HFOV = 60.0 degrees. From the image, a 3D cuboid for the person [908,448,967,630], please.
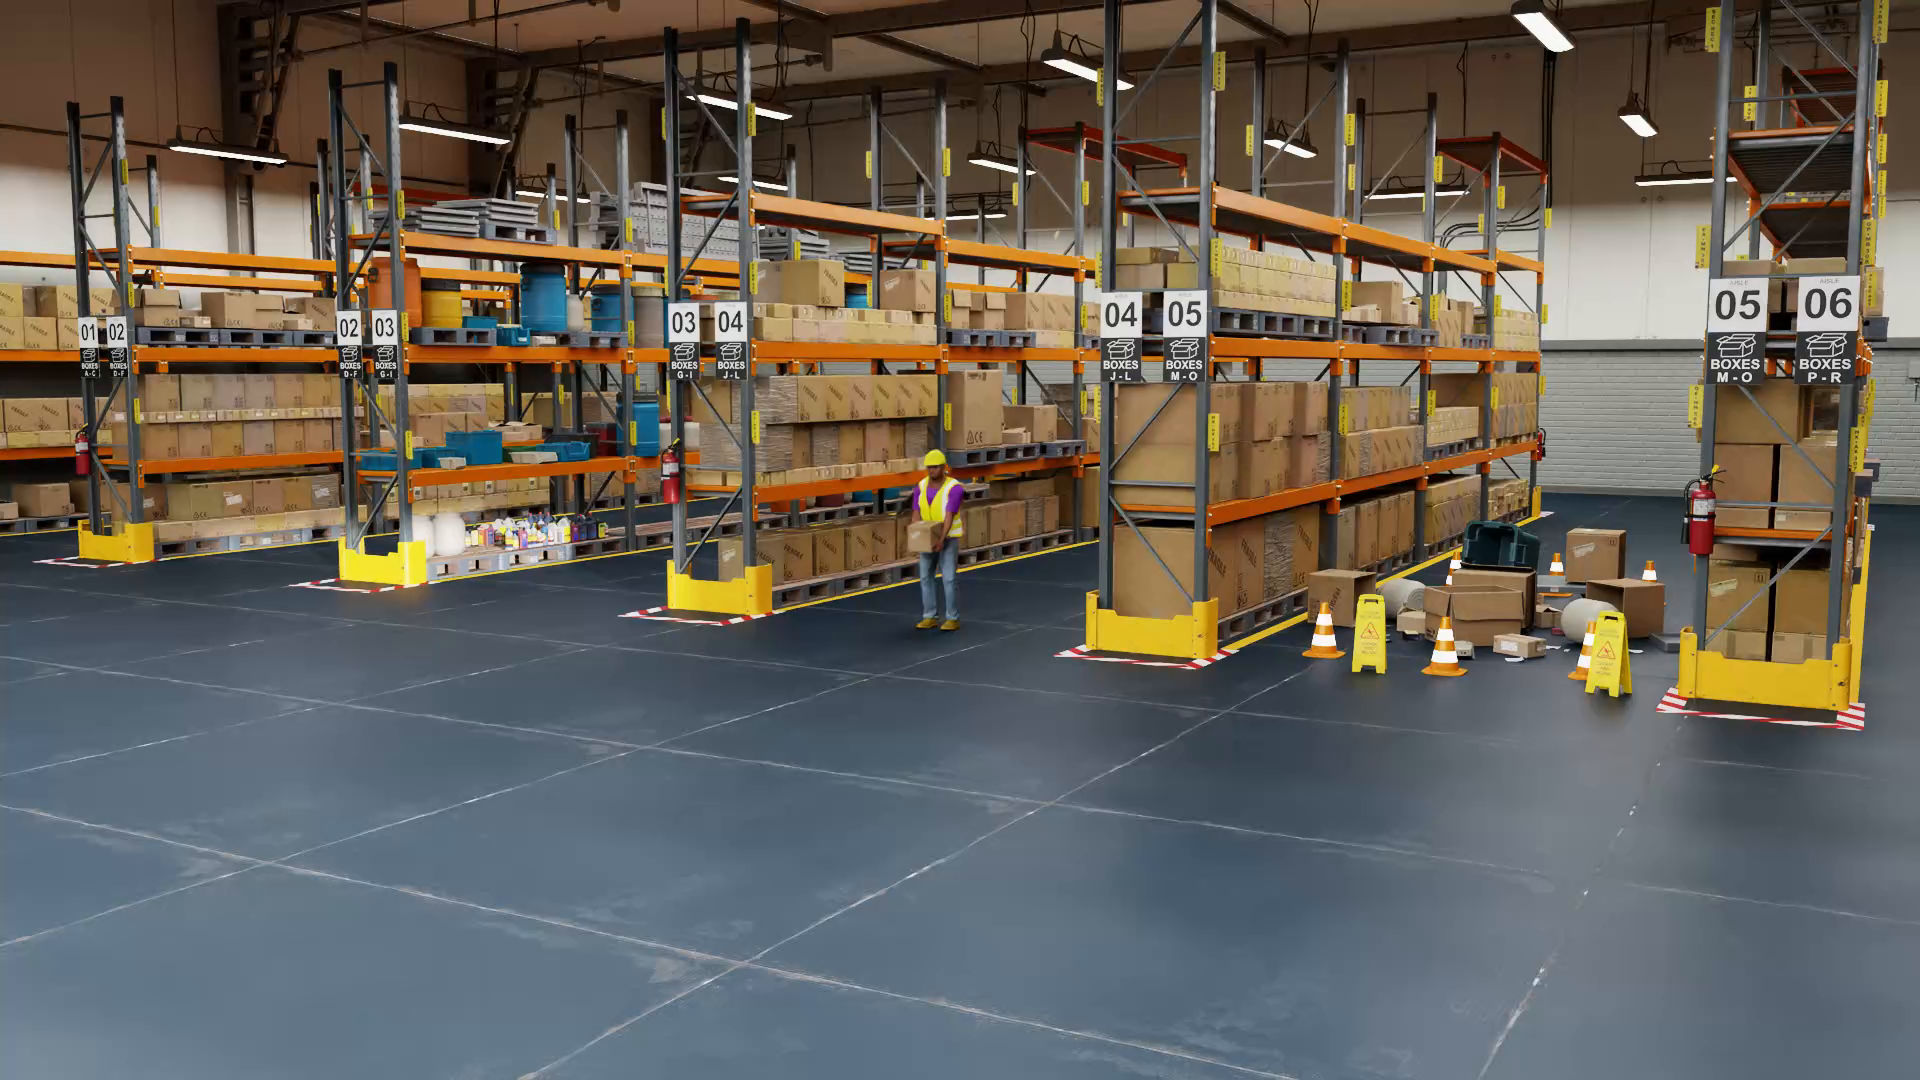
[{"bbox_3d":[-0.230,-0.006,16.095,0.505,1.761,0.576,3,7,28],"label":"person"}]
